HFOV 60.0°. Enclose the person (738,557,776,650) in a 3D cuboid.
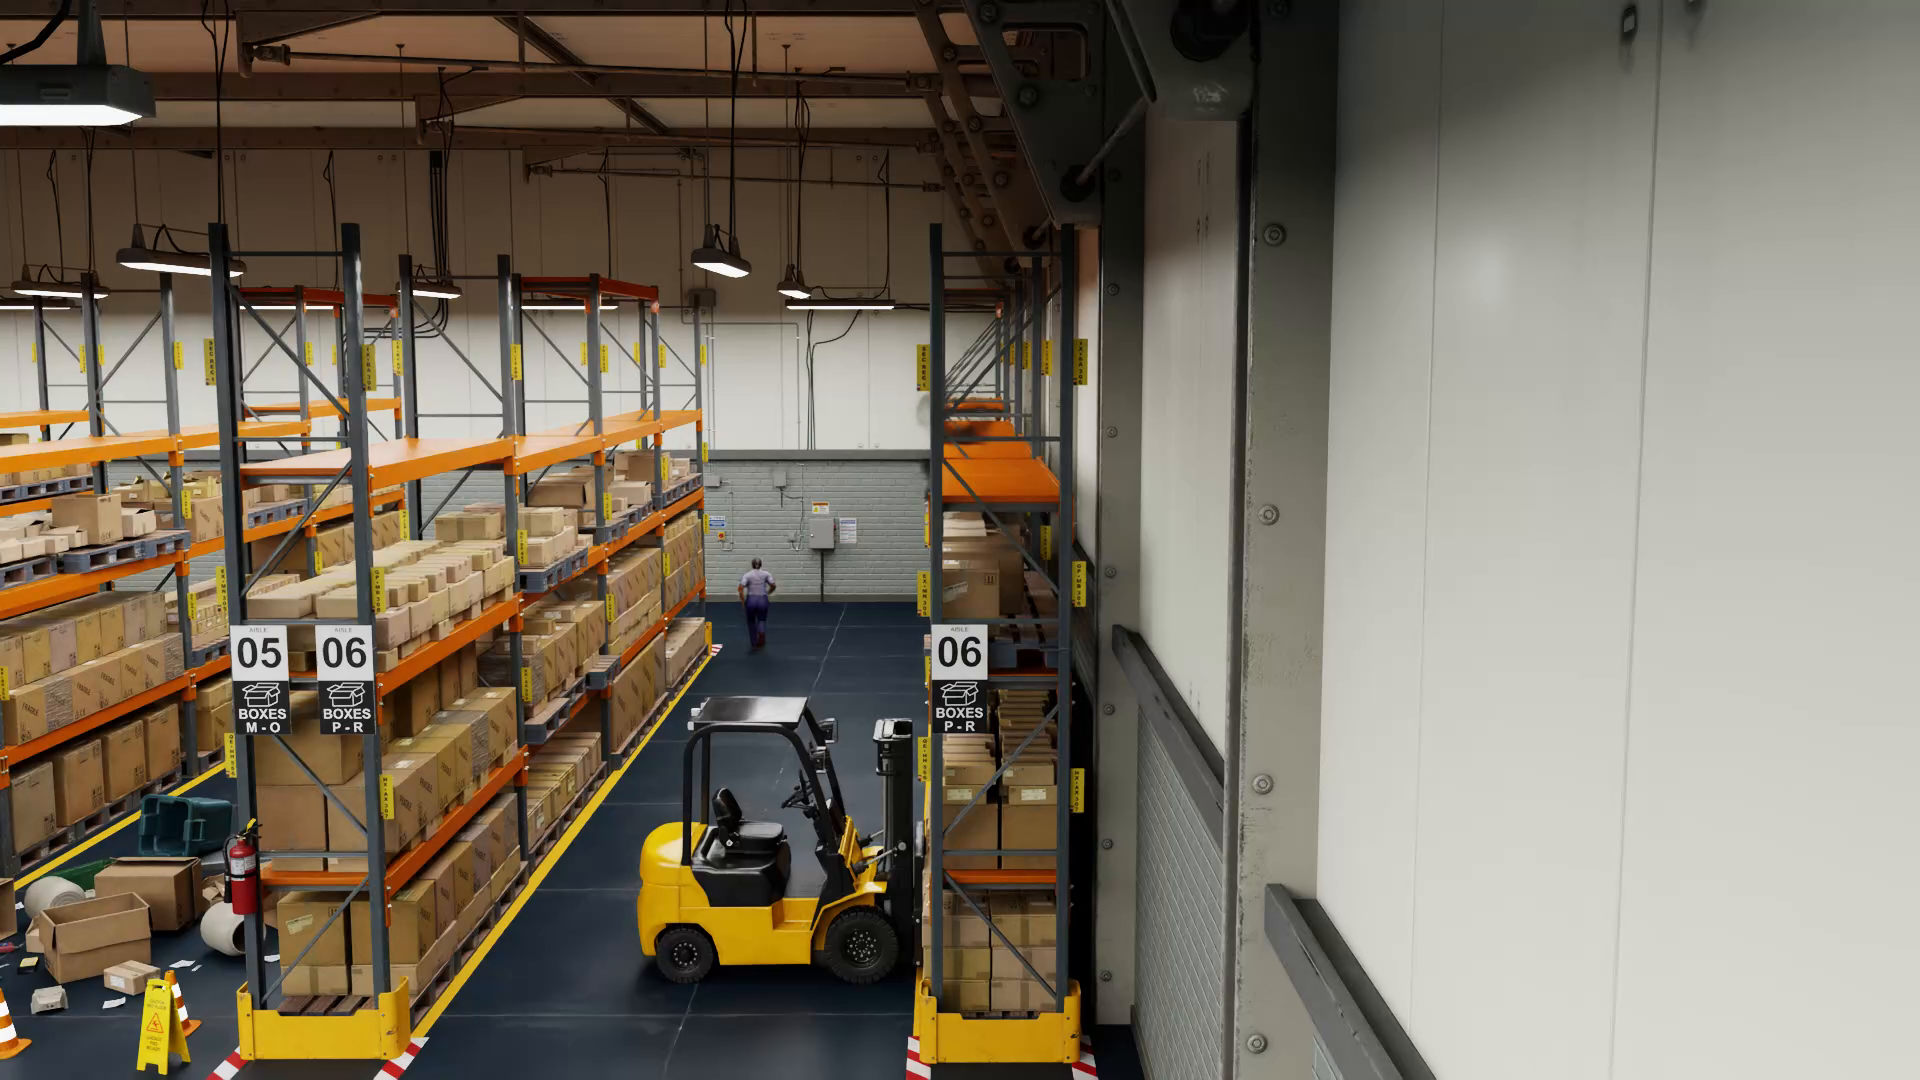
[{"bbox_3d":[-3.437,1.098,28.183,0.641,1.627,0.600,-1,7,-12],"label":"person"}]
